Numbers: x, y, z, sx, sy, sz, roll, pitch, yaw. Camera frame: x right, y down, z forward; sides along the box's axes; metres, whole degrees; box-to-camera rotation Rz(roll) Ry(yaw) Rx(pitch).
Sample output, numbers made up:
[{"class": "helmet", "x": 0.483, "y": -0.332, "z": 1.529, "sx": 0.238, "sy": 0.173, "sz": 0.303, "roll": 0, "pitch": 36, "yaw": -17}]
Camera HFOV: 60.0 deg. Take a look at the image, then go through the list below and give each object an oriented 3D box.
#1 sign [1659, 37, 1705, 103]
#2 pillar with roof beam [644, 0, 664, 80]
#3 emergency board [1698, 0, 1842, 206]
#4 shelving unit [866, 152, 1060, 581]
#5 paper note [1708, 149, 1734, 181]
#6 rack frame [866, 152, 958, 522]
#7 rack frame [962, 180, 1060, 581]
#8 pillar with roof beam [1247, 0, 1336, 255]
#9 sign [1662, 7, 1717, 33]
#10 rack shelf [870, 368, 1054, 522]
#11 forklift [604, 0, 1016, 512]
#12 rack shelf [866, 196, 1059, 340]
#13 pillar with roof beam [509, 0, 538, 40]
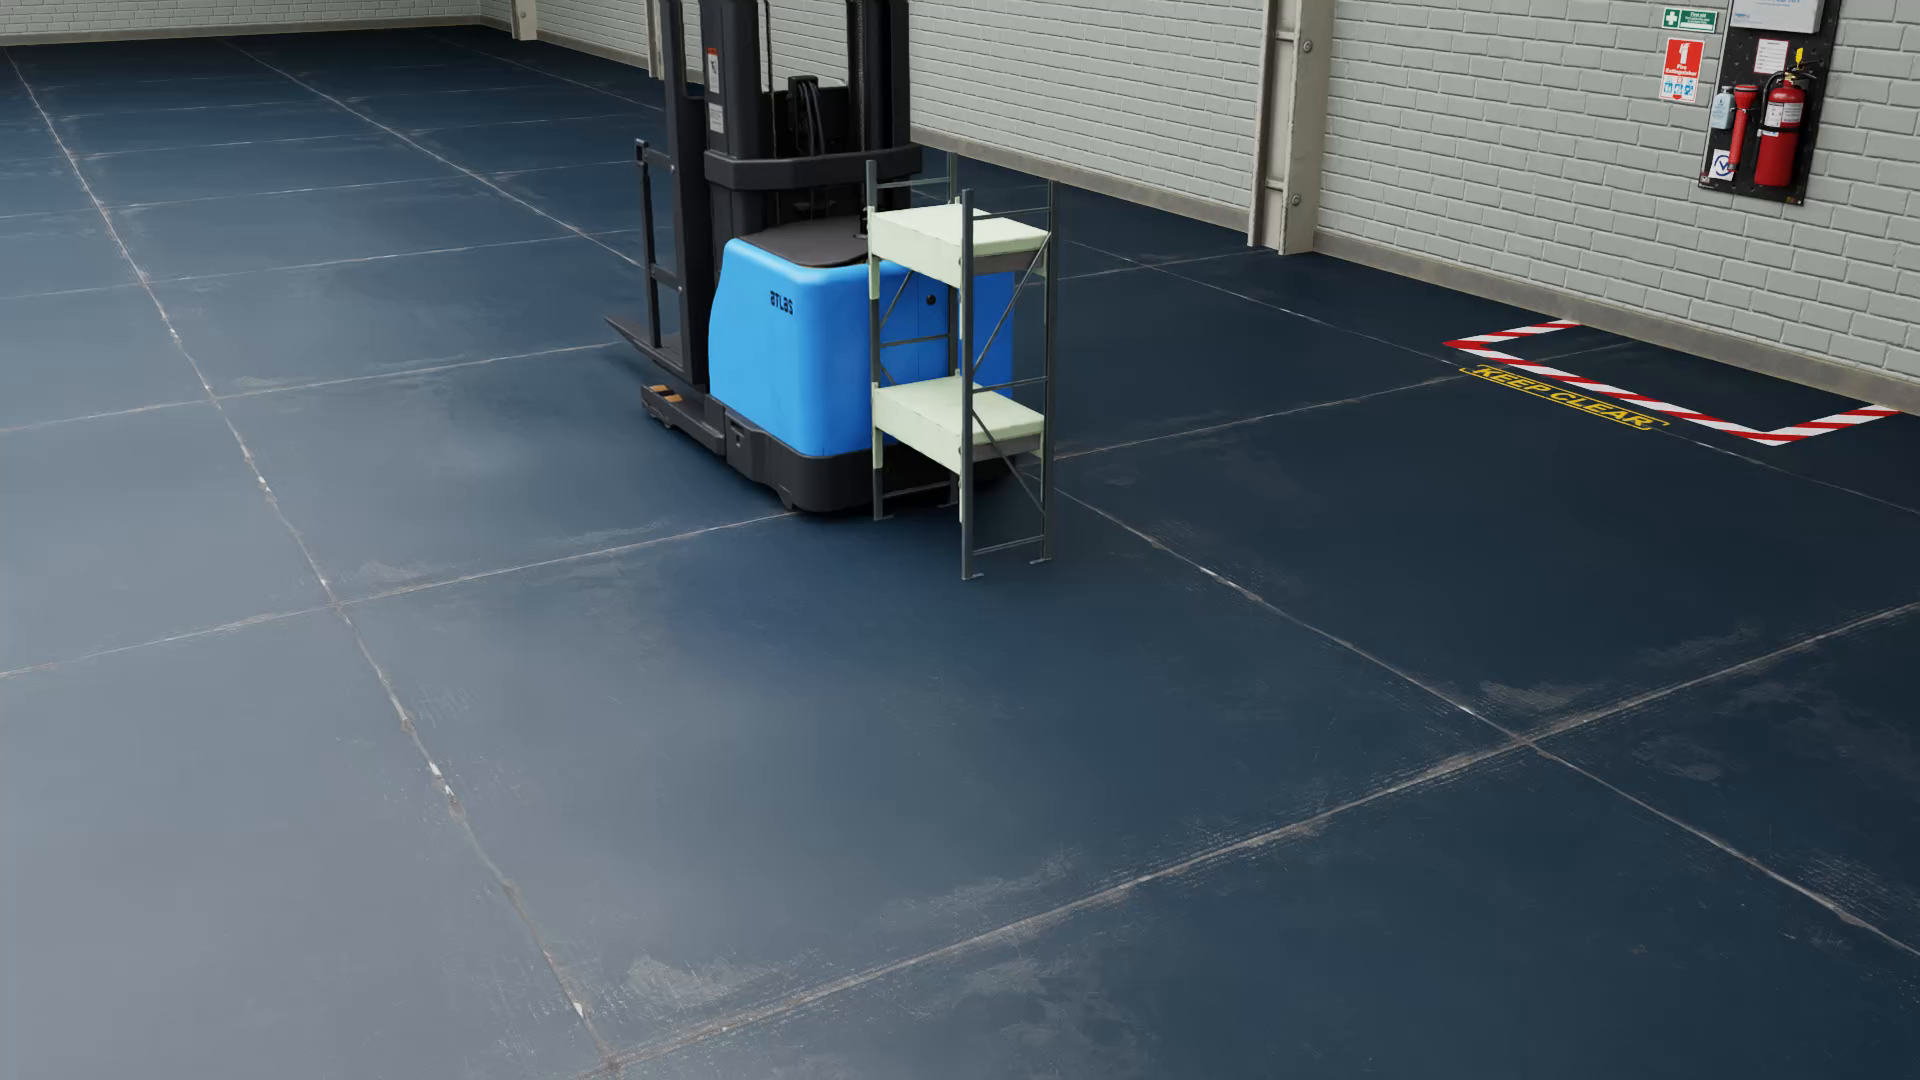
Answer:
[{"class": "sign", "x": 3.960, "y": -2.580, "z": 9.127, "sx": 0.001, "sy": 0.329, "sz": 0.234, "roll": -13, "pitch": 25, "yaw": -28}, {"class": "pillar with roof beam", "x": -7.513, "y": -9.335, "z": 17.827, "sx": 9.100, "sy": 9.000, "sz": 0.400, "roll": -13, "pitch": 25, "yaw": -28}, {"class": "emergency board", "x": 4.153, "y": -2.364, "z": 8.645, "sx": 0.194, "sy": 1.169, "sz": 0.643, "roll": -13, "pitch": 25, "yaw": -28}, {"class": "shelving unit", "x": -0.001, "y": -0.696, "z": 6.531, "sx": 0.431, "sy": 1.500, "sz": 0.755, "roll": -13, "pitch": 25, "yaw": -28}, {"class": "paper note", "x": 4.122, "y": -2.027, "z": 8.984, "sx": 0.016, "sy": 0.148, "sz": 0.142, "roll": -13, "pitch": 25, "yaw": -28}, {"class": "rack frame", "x": -0.187, "y": -0.814, "z": 6.823, "sx": 0.400, "sy": 1.500, "sz": 0.023, "roll": -13, "pitch": 25, "yaw": -28}, {"class": "rack frame", "x": 0.185, "y": -0.577, "z": 6.239, "sx": 0.400, "sy": 1.500, "sz": 0.023, "roll": -13, "pitch": 25, "yaw": -28}, {"class": "pillar with roof beam", "x": -1.383, "y": -5.450, "z": 8.270, "sx": 9.100, "sy": 9.000, "sz": 0.400, "roll": -13, "pitch": 25, "yaw": -28}, {"class": "sign", "x": 3.954, "y": -2.822, "z": 9.019, "sx": 0.001, "sy": 0.109, "sz": 0.331, "roll": -13, "pitch": 25, "yaw": -28}, {"class": "rack shelf", "x": -0.001, "y": -0.394, "z": 6.654, "sx": 0.431, "sy": 0.370, "sz": 0.720, "roll": -13, "pitch": 25, "yaw": -28}, {"class": "forklift", "x": -0.936, "y": -1.983, "z": 7.797, "sx": 1.130, "sy": 2.935, "sz": 3.031, "roll": -13, "pitch": 25, "yaw": -28}, {"class": "rack shelf", "x": -0.001, "y": -1.057, "z": 6.384, "sx": 0.431, "sy": 0.370, "sz": 0.720, "roll": -13, "pitch": 25, "yaw": -28}, {"class": "pillar with roof beam", "x": -10.578, "y": -11.277, "z": 22.606, "sx": 9.100, "sy": 9.000, "sz": 0.400, "roll": -13, "pitch": 25, "yaw": -28}]
